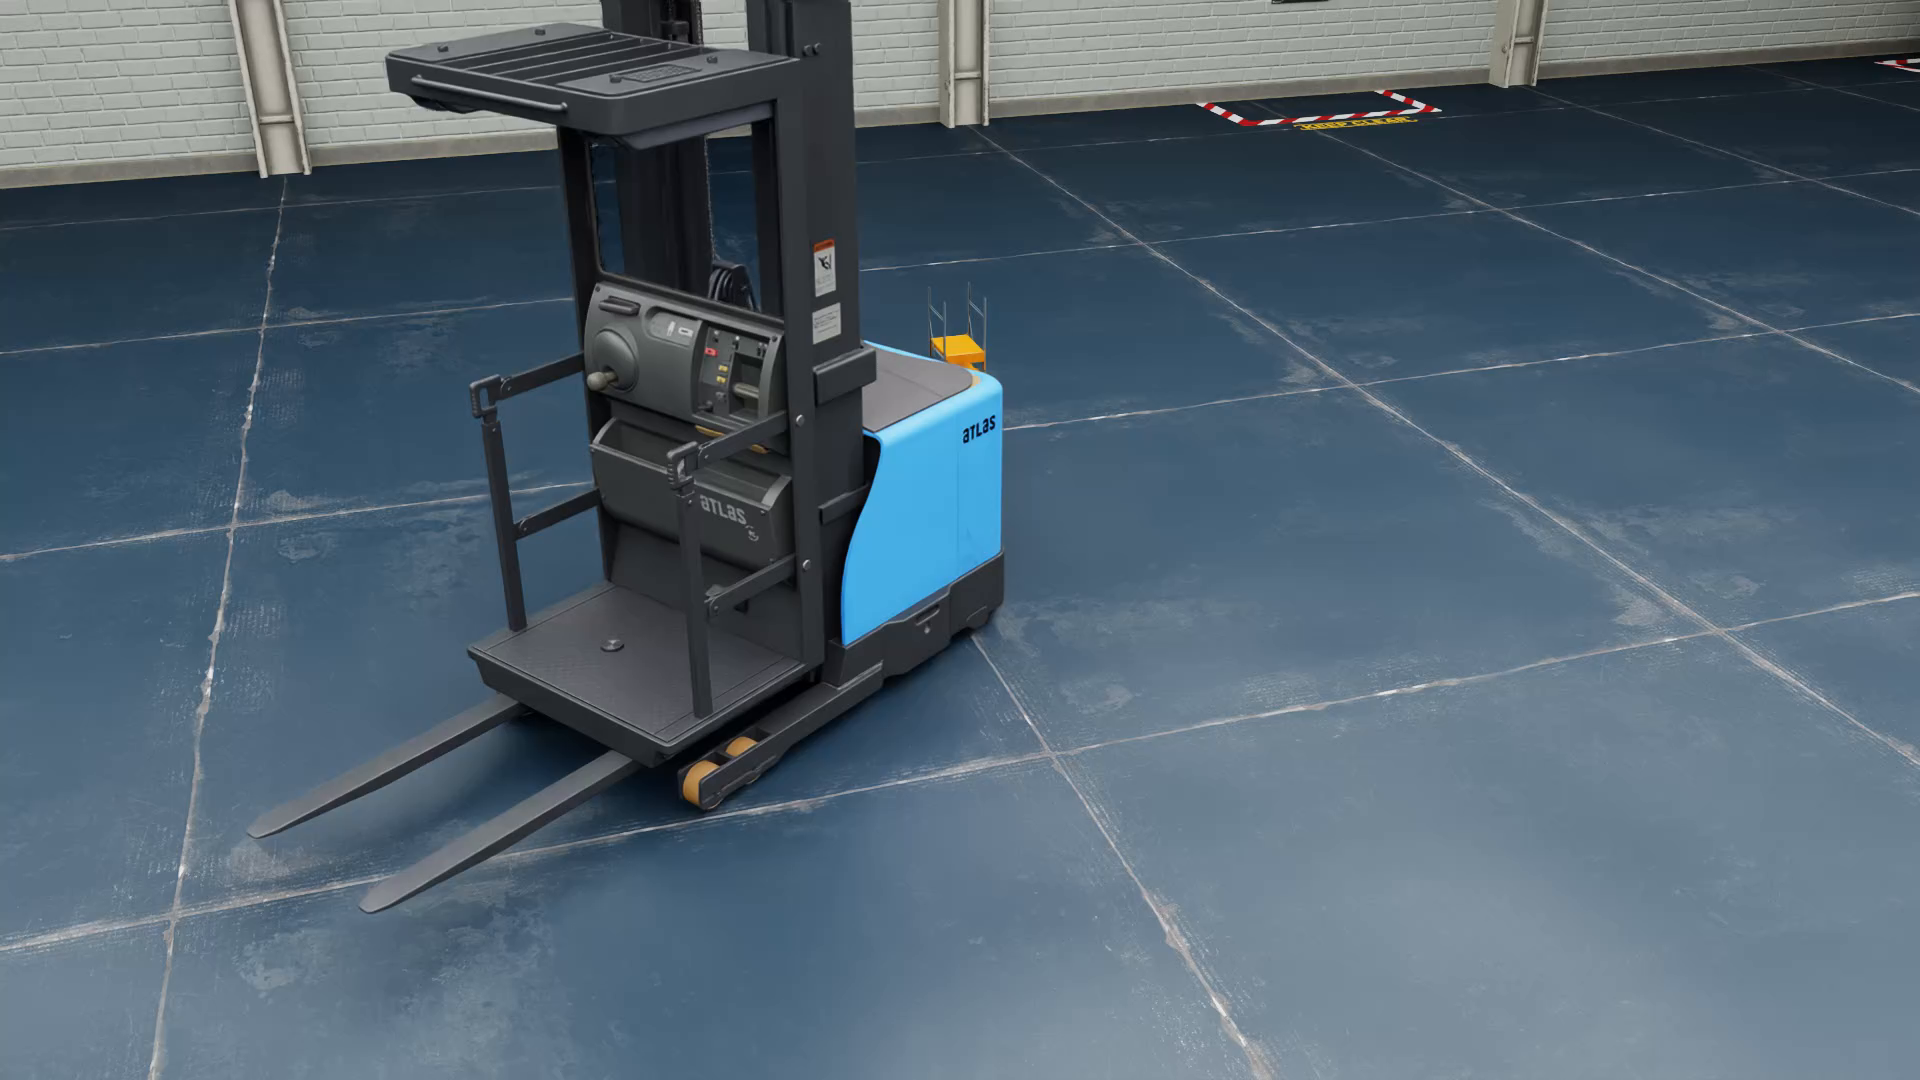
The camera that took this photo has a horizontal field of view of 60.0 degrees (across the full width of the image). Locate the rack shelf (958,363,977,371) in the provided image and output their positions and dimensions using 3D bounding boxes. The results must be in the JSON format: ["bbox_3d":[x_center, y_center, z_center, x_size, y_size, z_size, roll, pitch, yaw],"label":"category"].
[{"bbox_3d":[-0.014,-0.711,7.392,0.180,0.103,0.258,-8,28,-16],"label":"rack shelf"}]

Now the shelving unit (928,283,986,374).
[{"bbox_3d":[-0.014,-0.535,7.479,0.189,1.200,0.258,-8,28,-16],"label":"shelving unit"}]

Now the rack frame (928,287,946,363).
[{"bbox_3d":[-0.101,-0.523,7.454,0.006,1.200,0.240,-8,28,-16],"label":"rack frame"}]

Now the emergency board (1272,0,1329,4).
[{"bbox_3d":[3.367,-5.778,16.015,0.626,1.169,0.157,-8,28,-16],"label":"emergency board"}]

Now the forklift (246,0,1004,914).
[{"bbox_3d":[-1.113,-0.616,5.694,1.130,2.935,3.031,19,32,33],"label":"forklift"}]

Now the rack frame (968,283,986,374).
[{"bbox_3d":[0.073,-0.548,7.505,0.006,1.200,0.240,-8,28,-16],"label":"rack frame"}]

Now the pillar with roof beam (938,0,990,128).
[{"bbox_3d":[1.371,-6.136,9.990,0.400,9.000,9.100,-8,28,-16],"label":"pillar with roof beam"}]

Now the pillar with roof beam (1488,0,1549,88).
[{"bbox_3d":[7.076,-6.962,11.654,0.400,9.000,9.100,-8,28,-16],"label":"pillar with roof beam"}]

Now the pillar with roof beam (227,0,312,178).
[{"bbox_3d":[-4.334,-5.310,8.326,0.400,9.000,9.100,-8,28,-16],"label":"pillar with roof beam"}]

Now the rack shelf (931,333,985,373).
[{"bbox_3d":[-0.014,-0.818,7.339,0.180,0.103,0.258,-8,28,-16],"label":"rack shelf"}]
